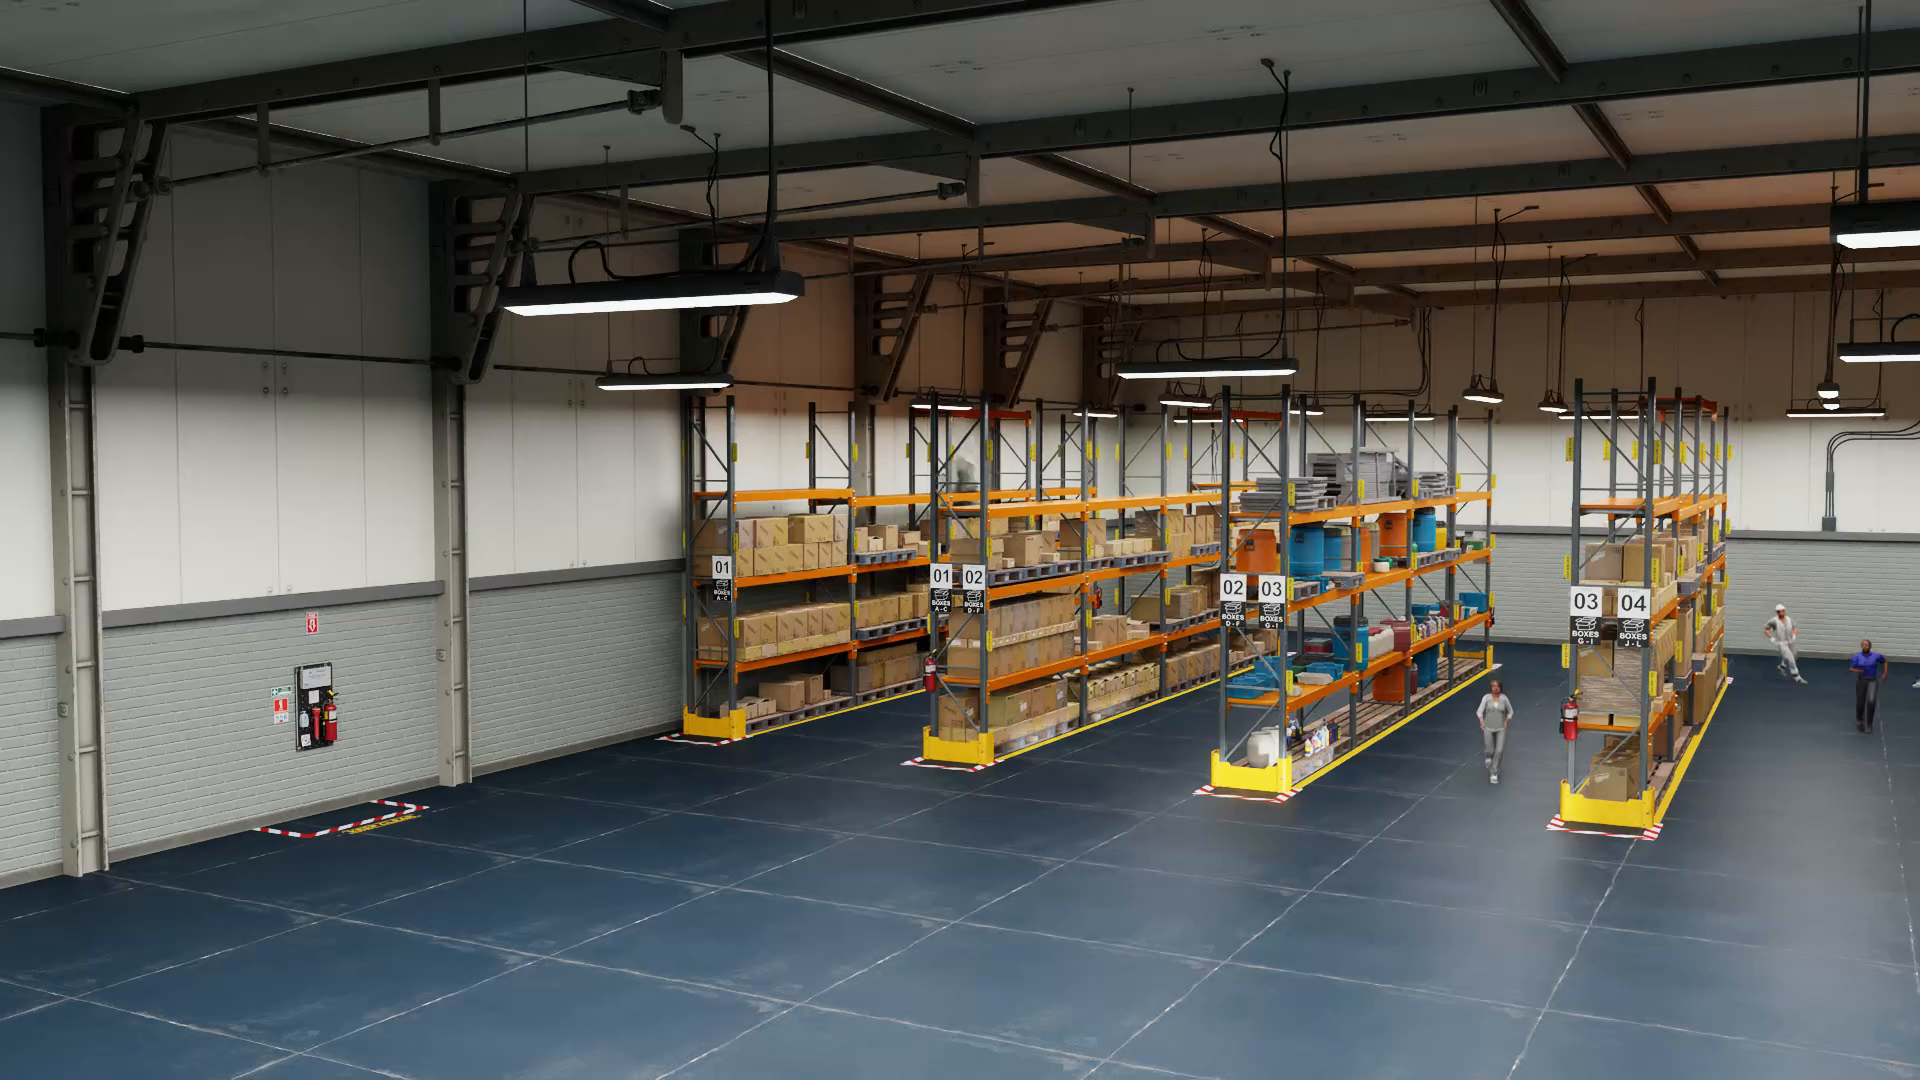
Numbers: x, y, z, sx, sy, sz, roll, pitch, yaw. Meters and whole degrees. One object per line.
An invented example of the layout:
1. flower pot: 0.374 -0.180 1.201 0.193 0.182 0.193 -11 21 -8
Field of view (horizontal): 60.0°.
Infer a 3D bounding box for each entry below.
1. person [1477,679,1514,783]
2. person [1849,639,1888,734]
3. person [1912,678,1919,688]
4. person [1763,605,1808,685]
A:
1. person: 8.162 2.897 25.362 0.537 1.561 0.589 1 3 14
2. person: 16.270 2.614 29.805 0.586 1.690 0.878 2 4 33
3. person: 20.751 2.272 35.192 0.914 1.795 0.701 0 3 7
4. person: 17.832 2.244 36.076 0.703 1.710 0.951 0 3 -8
